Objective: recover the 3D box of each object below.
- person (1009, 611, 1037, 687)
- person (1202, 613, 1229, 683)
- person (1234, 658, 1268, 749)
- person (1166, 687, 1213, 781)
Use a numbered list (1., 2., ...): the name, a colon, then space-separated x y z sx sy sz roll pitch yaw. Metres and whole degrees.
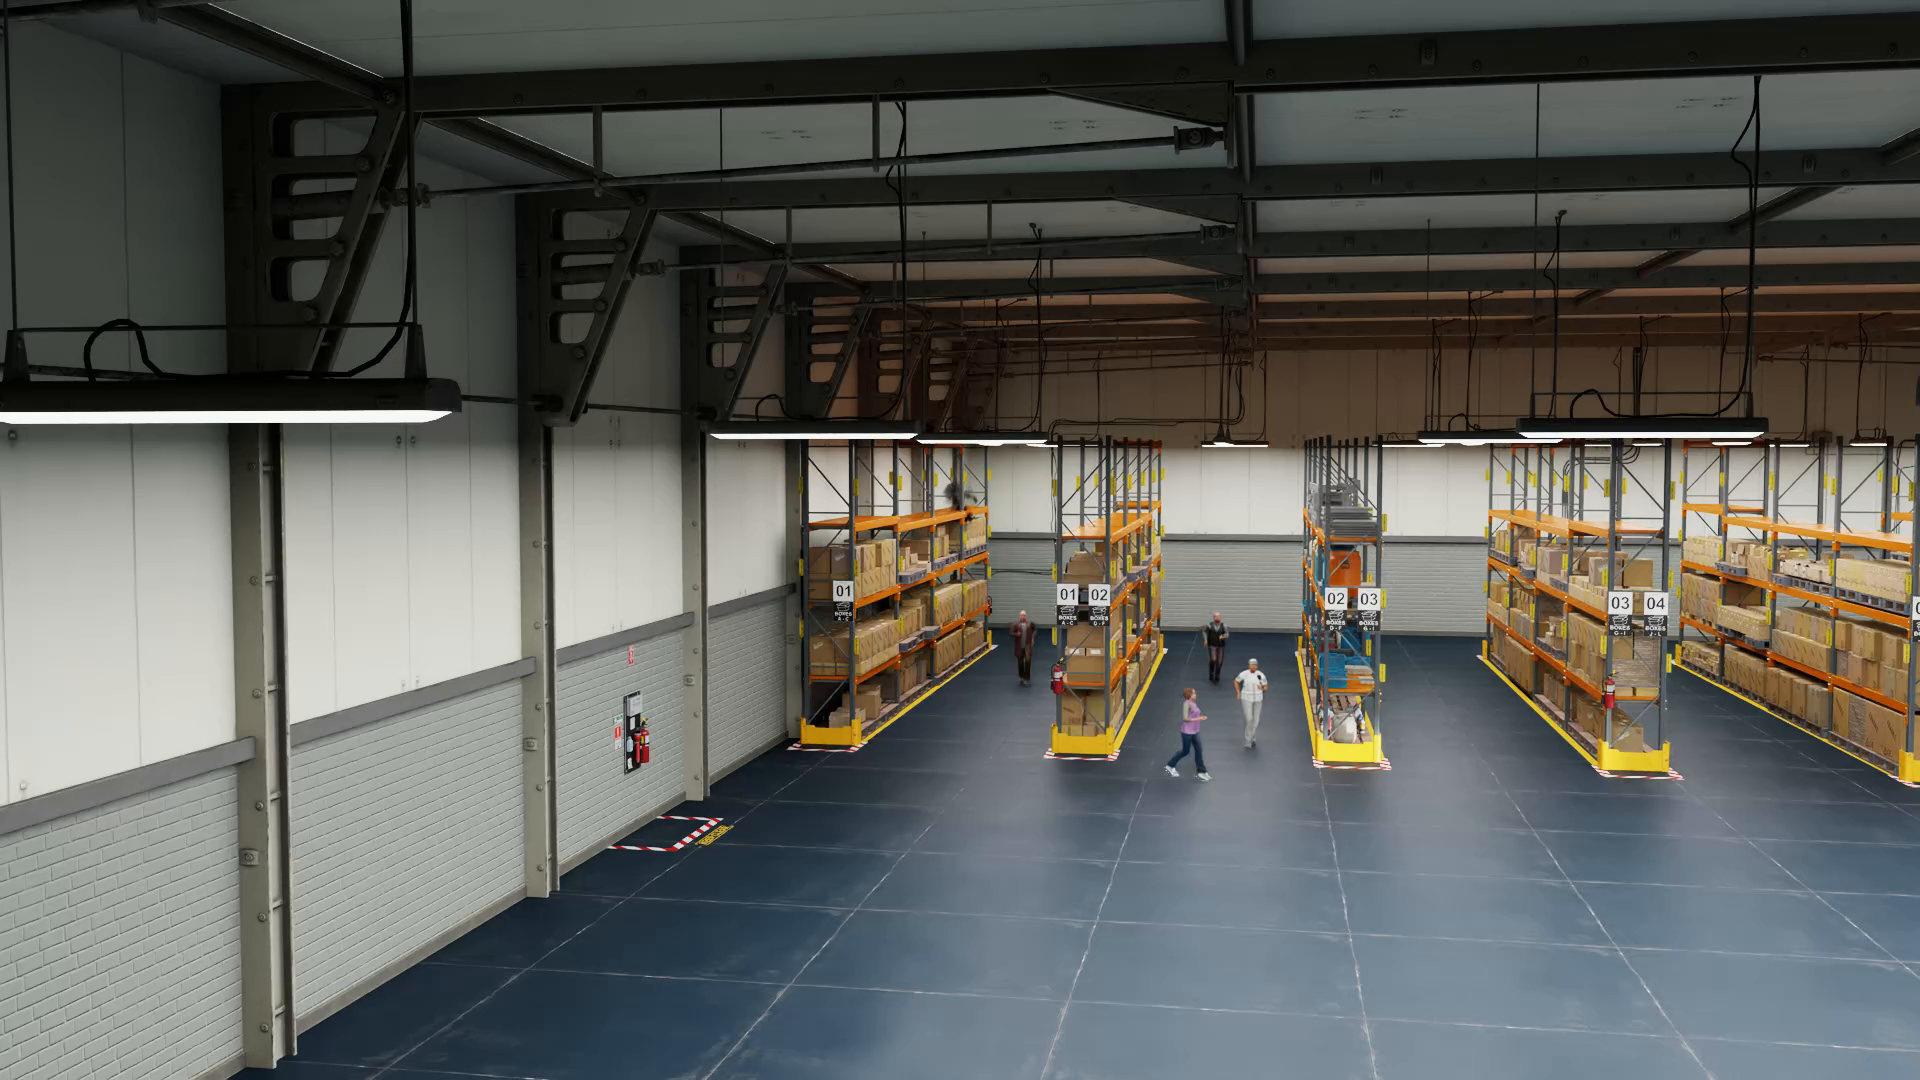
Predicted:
1. person: 1.542 2.645 40.536 0.690 1.842 0.822 0 3 2
2. person: 6.317 2.651 40.976 0.631 1.721 0.694 0 3 -2
3. person: 5.655 3.152 32.227 0.577 1.728 0.756 0 3 -7
4. person: 3.962 3.341 28.727 0.838 1.607 0.531 2 4 32
